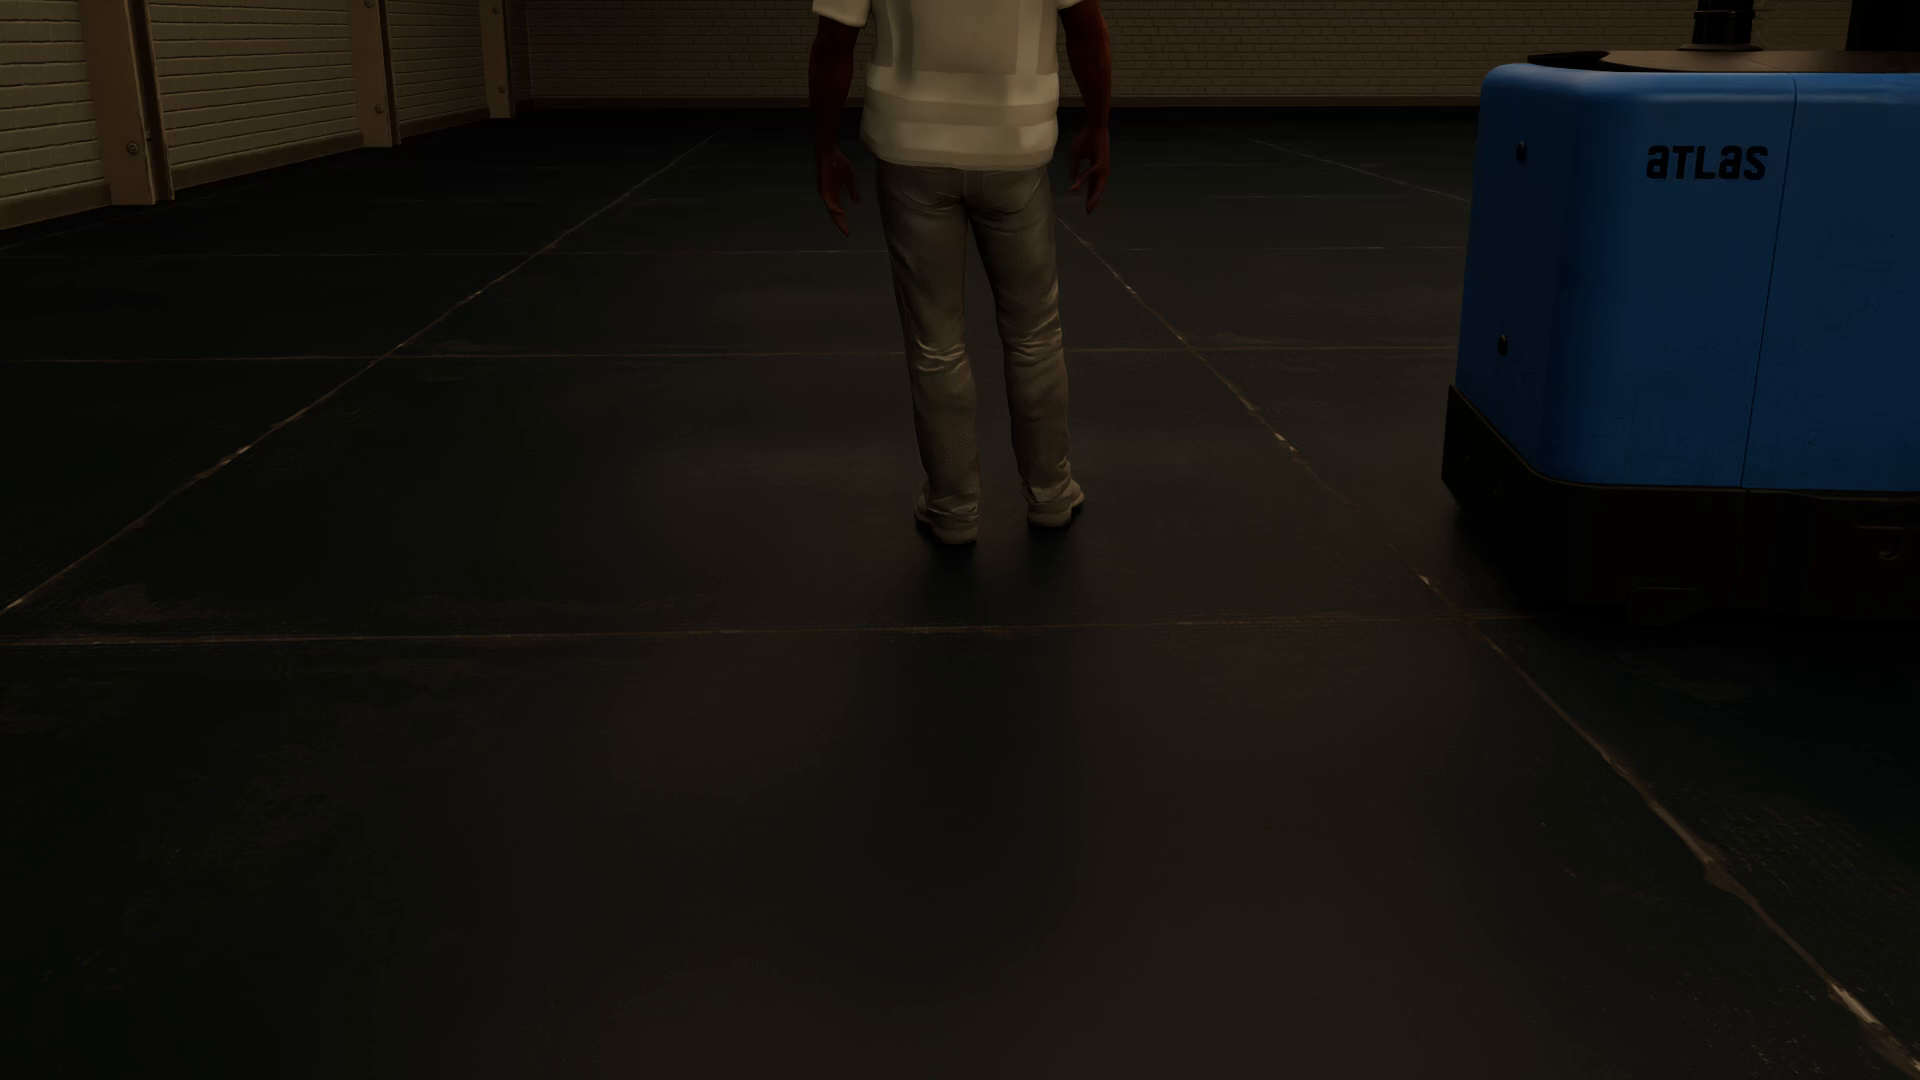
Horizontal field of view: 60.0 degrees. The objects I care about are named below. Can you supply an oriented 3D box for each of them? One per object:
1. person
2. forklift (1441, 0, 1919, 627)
[{"bbox_3d":[0.002,-0.872,3.725,0.665,1.768,0.575,-1,17,-3],"label":"person"},{"bbox_3d":[2.678,-1.321,3.227,3.031,2.935,1.130,2,17,5],"label":"forklift"}]
